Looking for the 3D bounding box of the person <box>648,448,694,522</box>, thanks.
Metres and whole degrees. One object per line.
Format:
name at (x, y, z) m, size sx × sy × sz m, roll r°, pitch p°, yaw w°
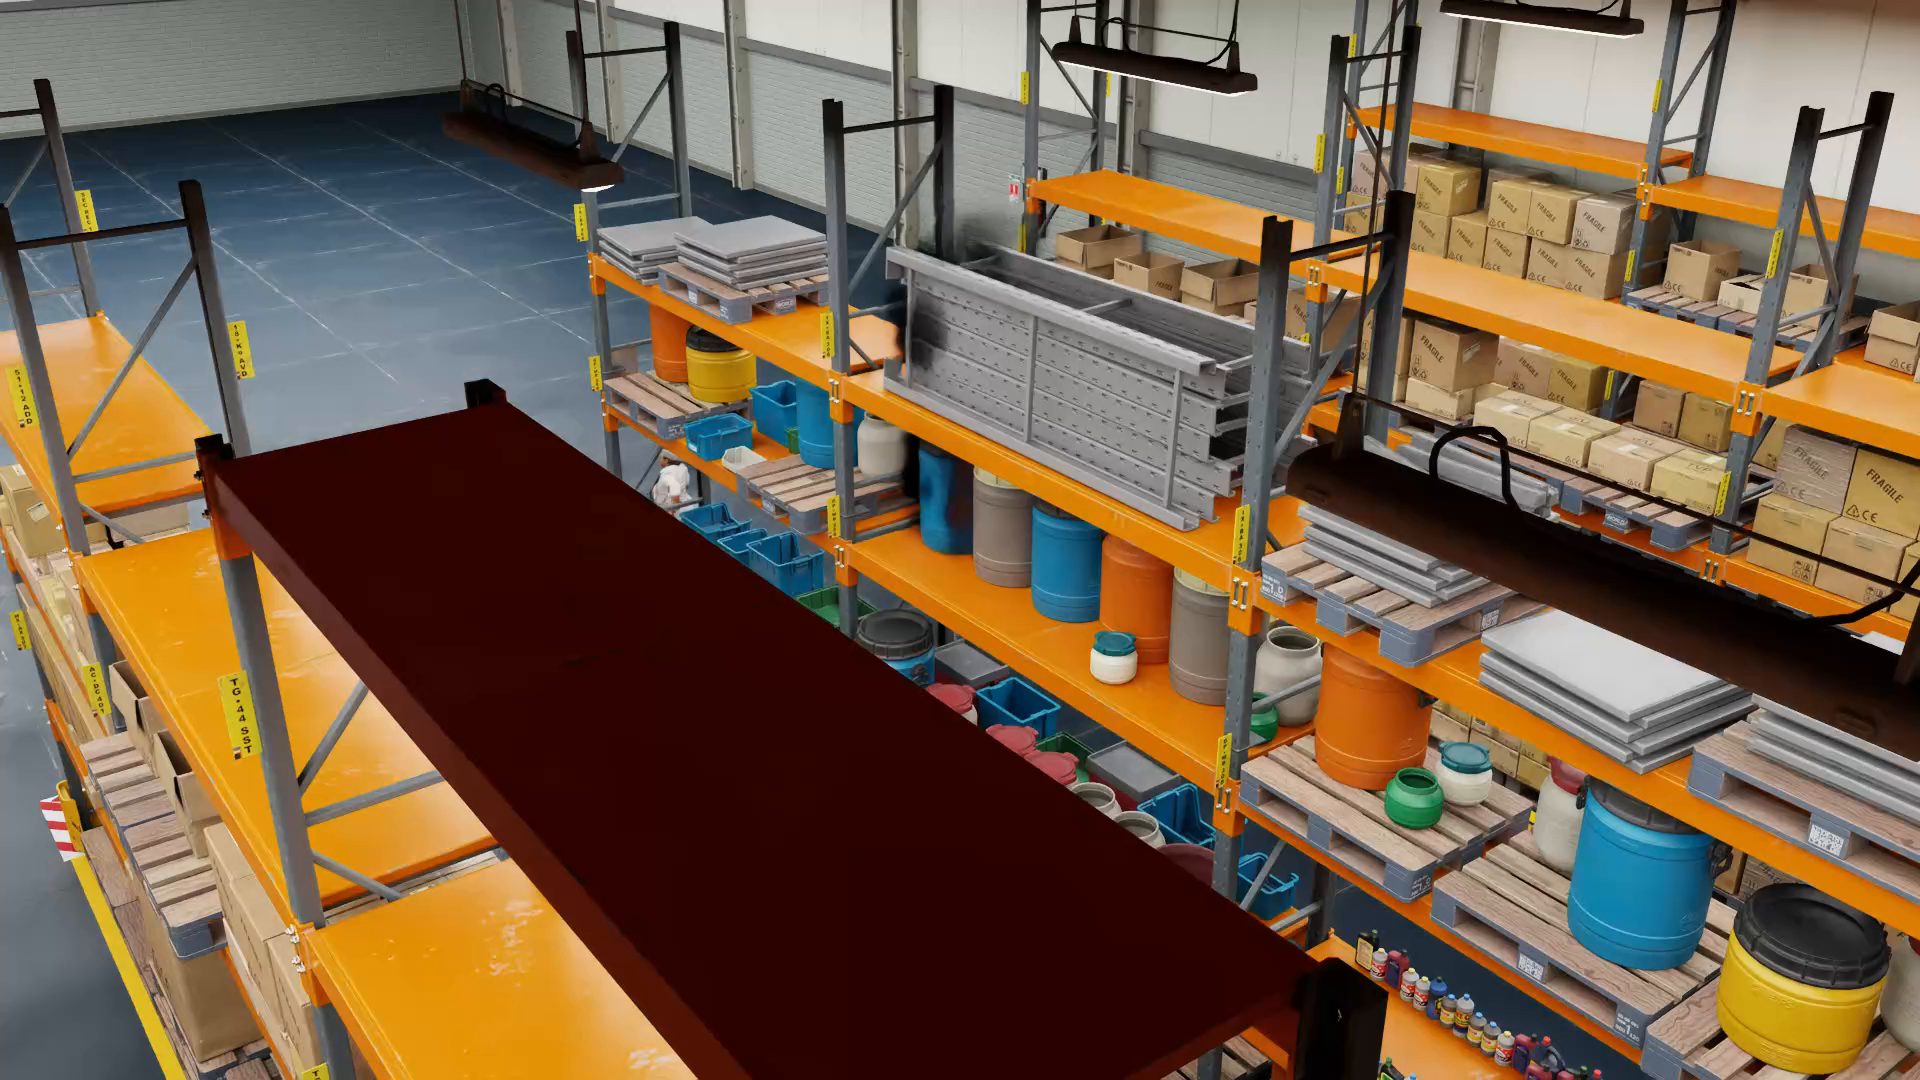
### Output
person at (-3.059, -0.232, 17.529) m, size 0.559 × 1.653 × 0.605 m, roll 7°, pitch 26°, yaw 14°
